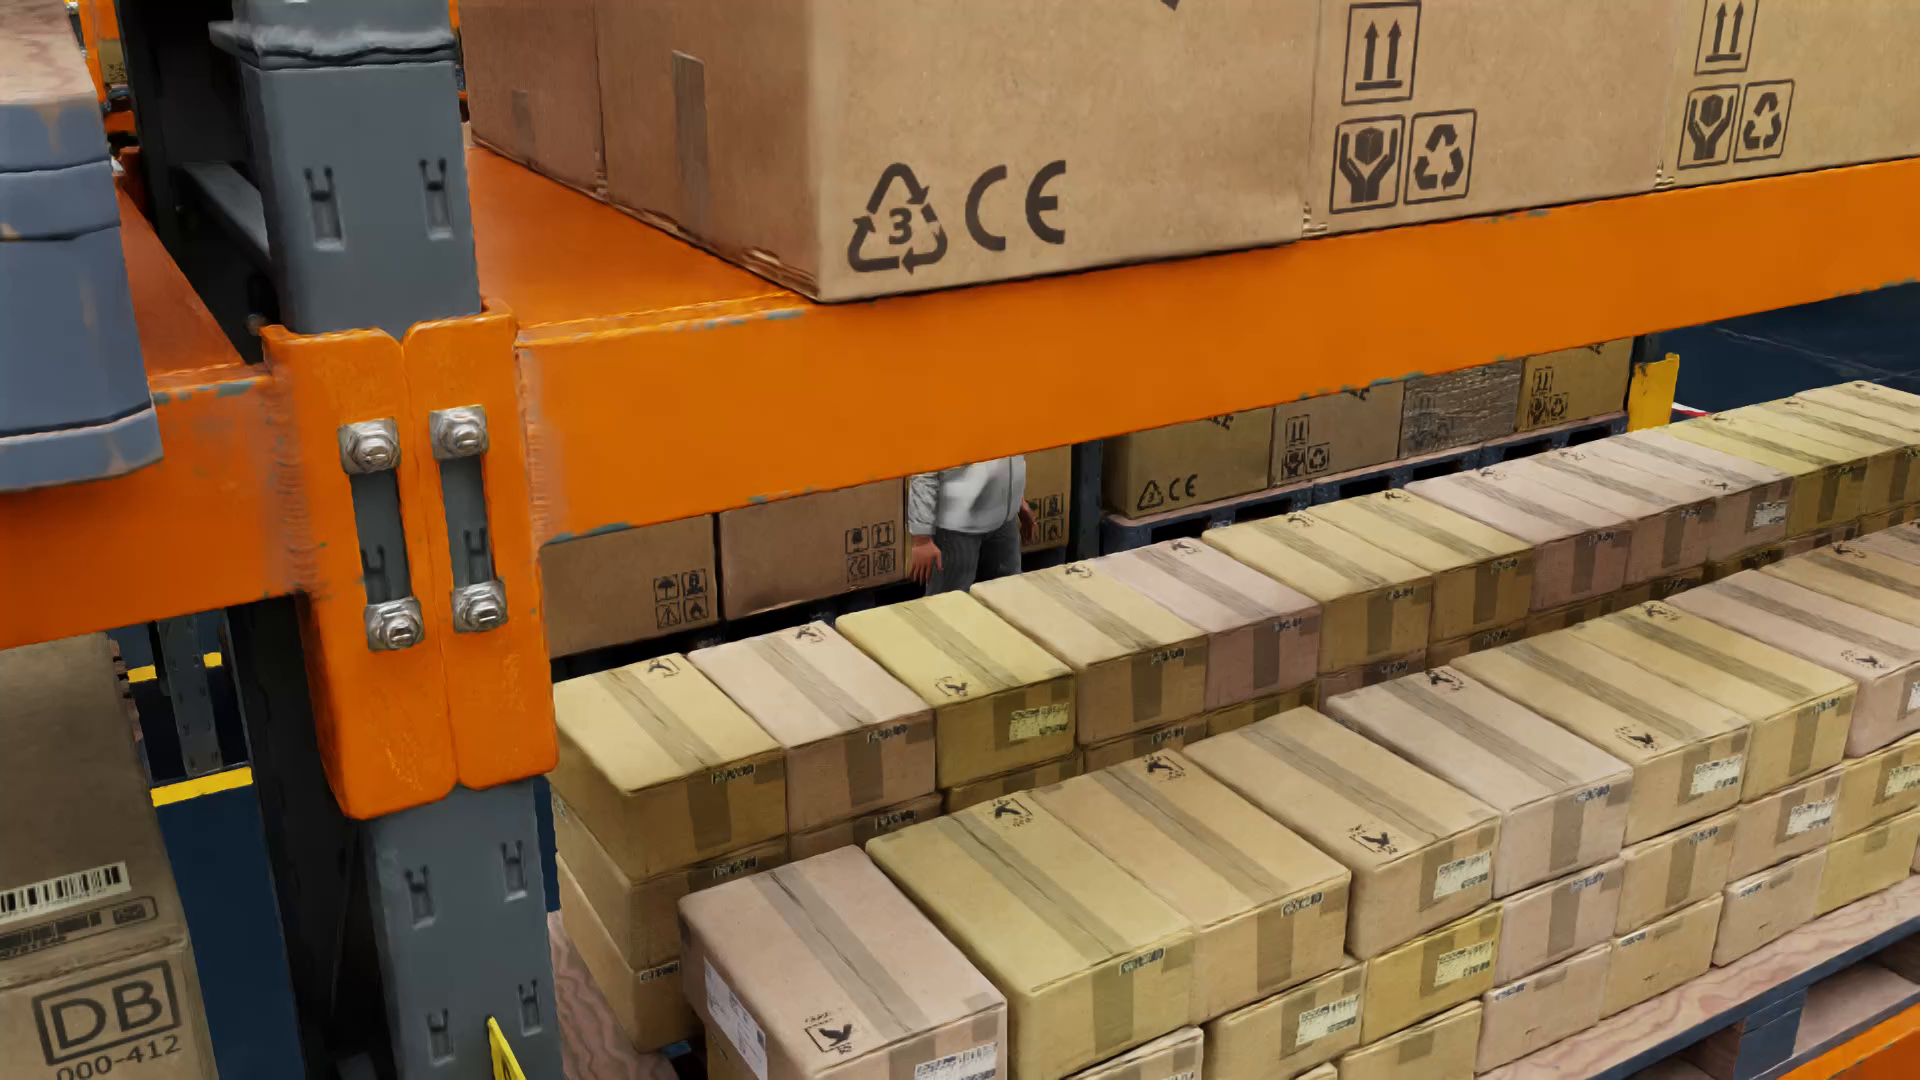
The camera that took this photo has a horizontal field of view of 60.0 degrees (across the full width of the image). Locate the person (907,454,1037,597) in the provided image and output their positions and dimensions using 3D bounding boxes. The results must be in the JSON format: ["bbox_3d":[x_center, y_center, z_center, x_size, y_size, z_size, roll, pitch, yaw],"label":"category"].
[{"bbox_3d":[0.083,-0.062,6.160,0.521,1.774,0.593,14,25,31],"label":"person"}]
